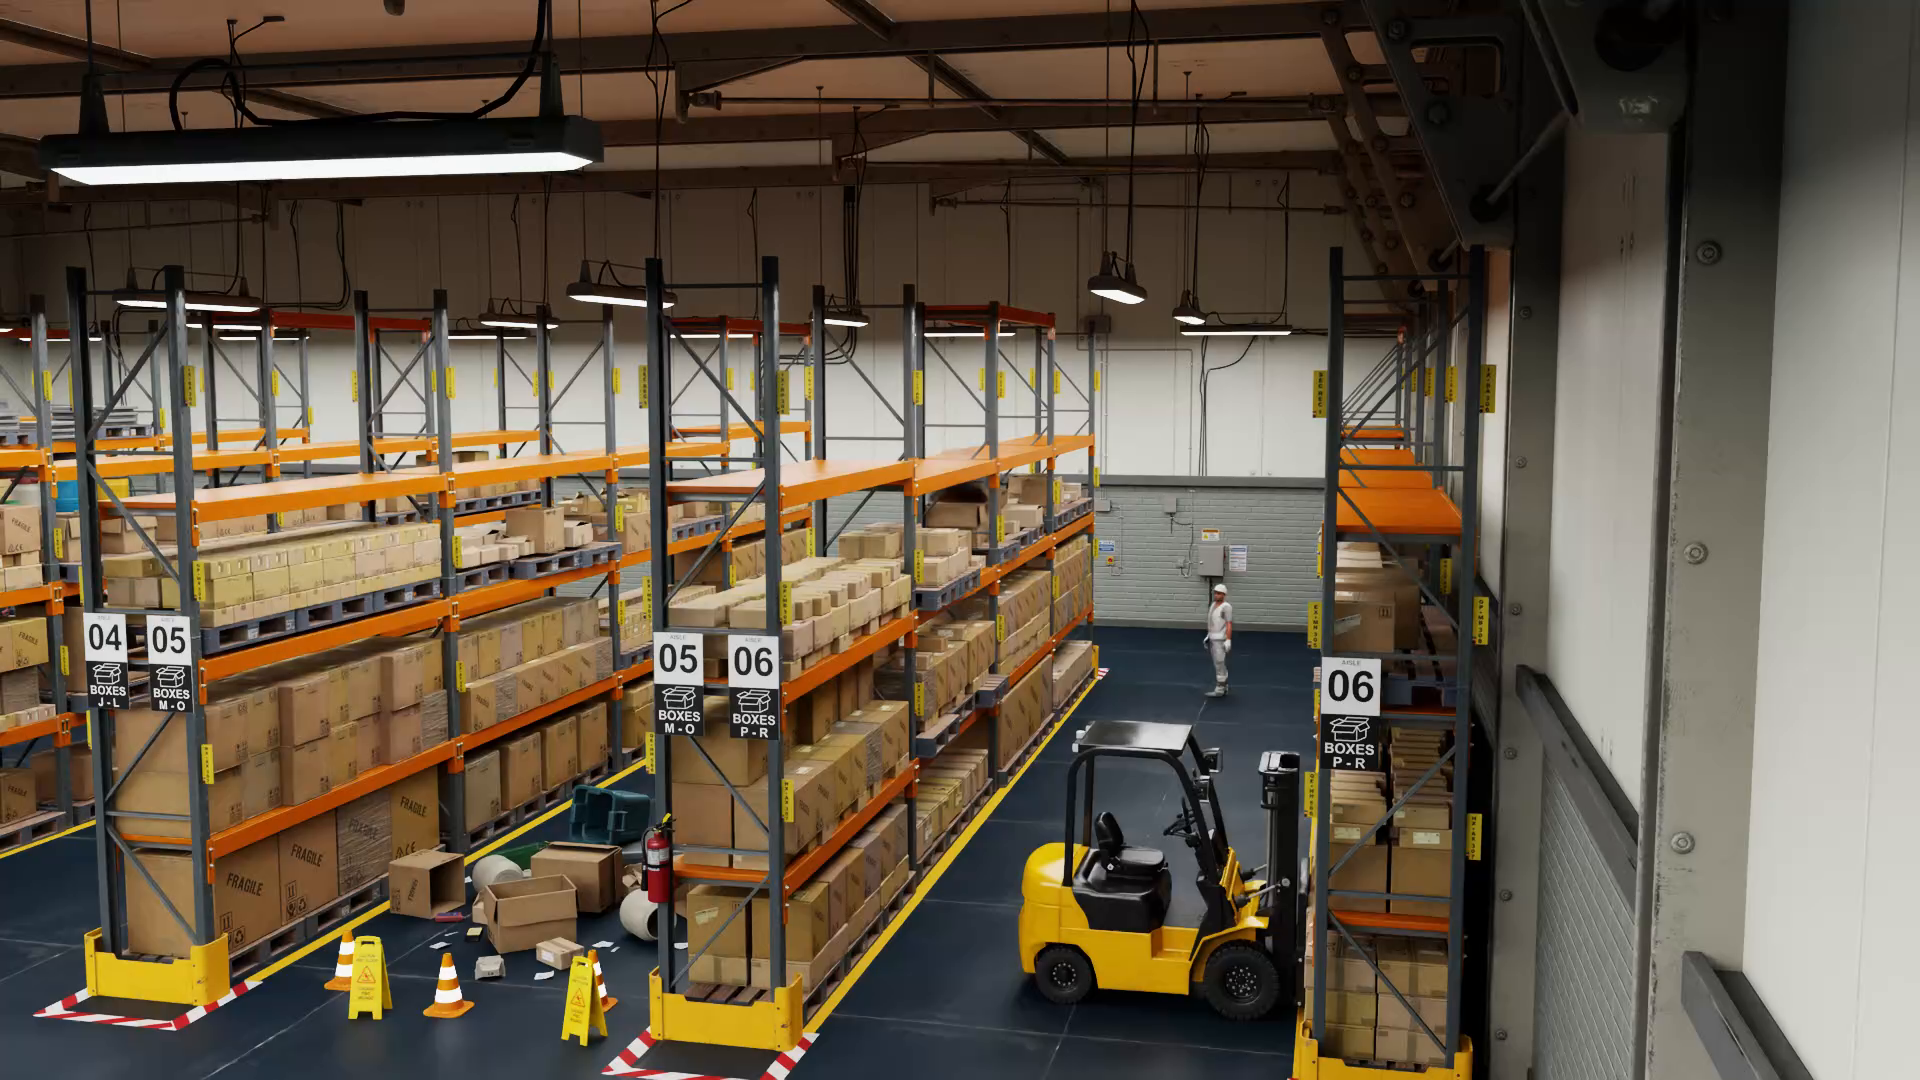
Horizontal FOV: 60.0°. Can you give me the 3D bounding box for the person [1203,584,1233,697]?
[{"bbox_3d":[4.107,1.618,26.466,0.423,1.826,0.605,-1,6,-7],"label":"person"}]
